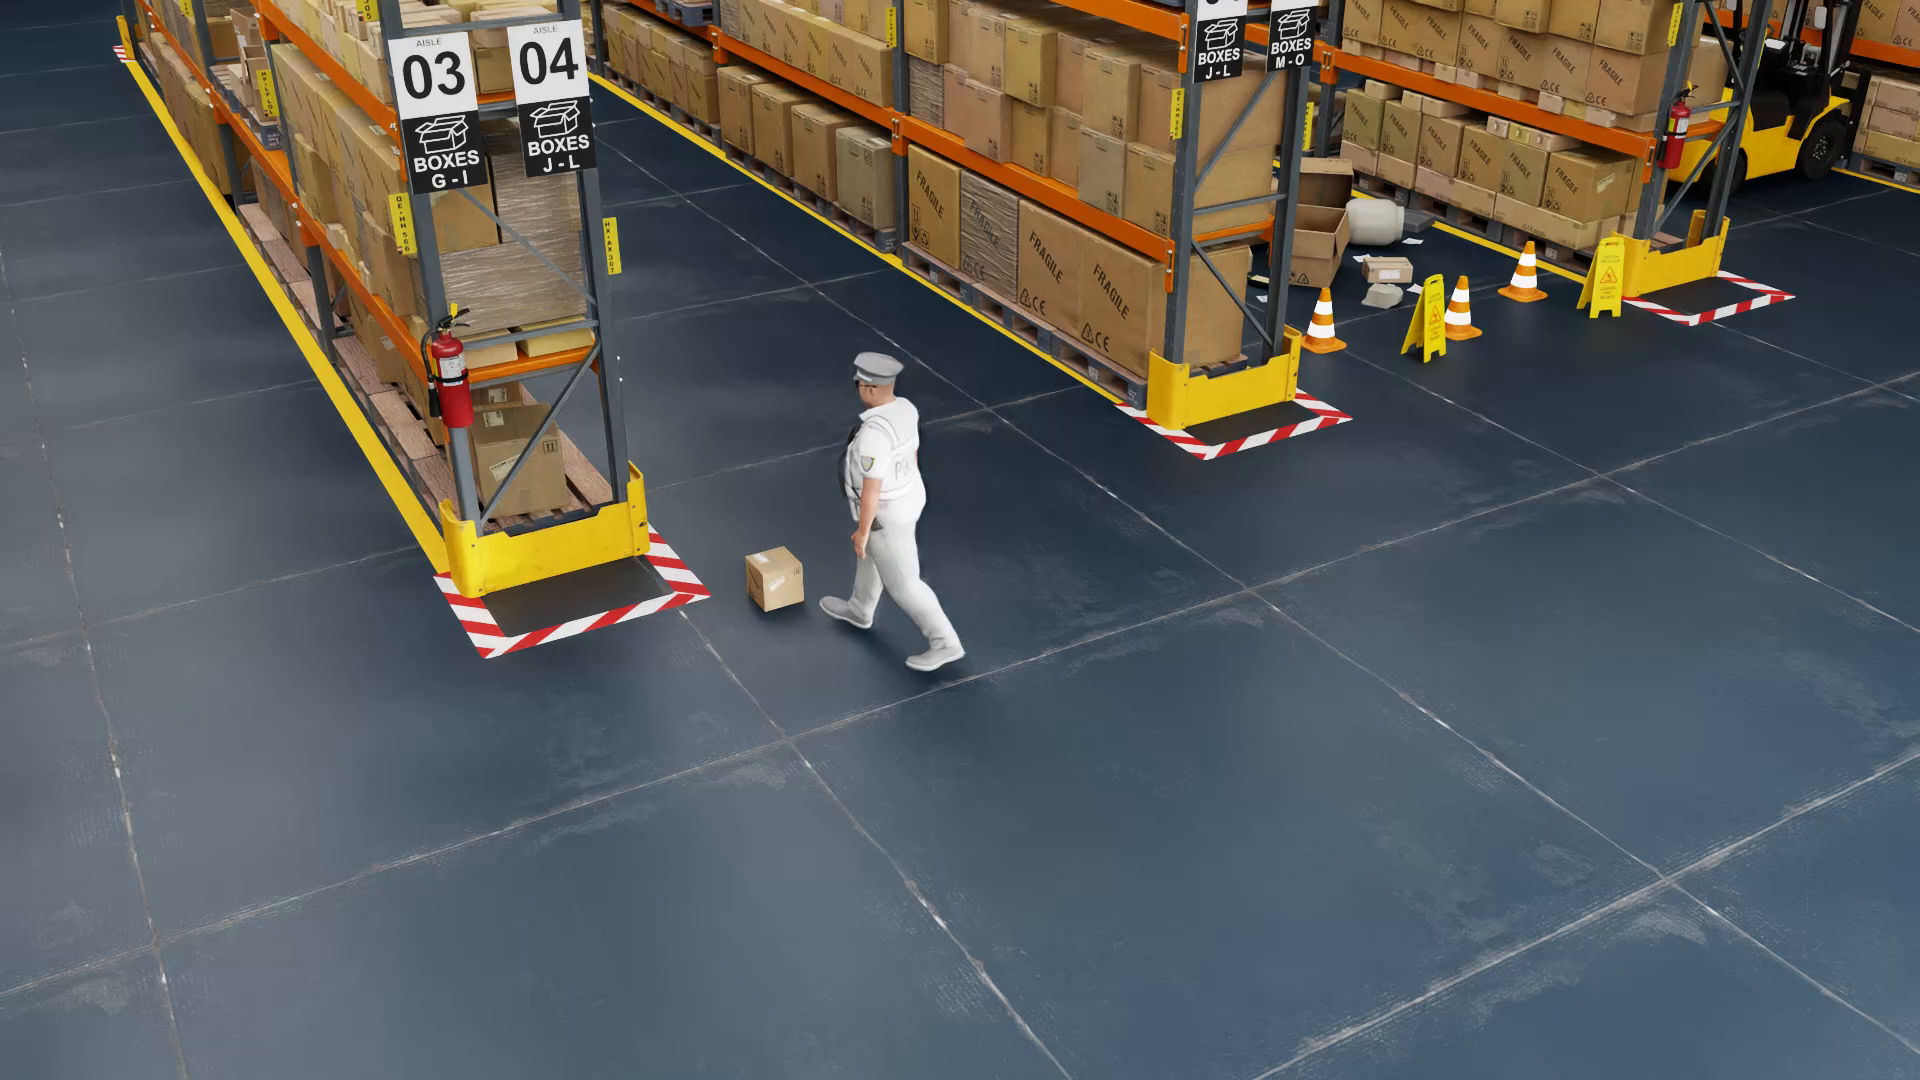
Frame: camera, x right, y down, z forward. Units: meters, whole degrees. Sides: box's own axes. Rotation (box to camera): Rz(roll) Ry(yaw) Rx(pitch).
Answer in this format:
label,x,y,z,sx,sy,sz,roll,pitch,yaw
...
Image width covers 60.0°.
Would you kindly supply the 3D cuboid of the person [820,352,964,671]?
label,x,y,z,sx,sy,sz,roll,pitch,yaw
person,-0.404,-0.161,8.848,0.926,1.723,0.560,7,30,12
